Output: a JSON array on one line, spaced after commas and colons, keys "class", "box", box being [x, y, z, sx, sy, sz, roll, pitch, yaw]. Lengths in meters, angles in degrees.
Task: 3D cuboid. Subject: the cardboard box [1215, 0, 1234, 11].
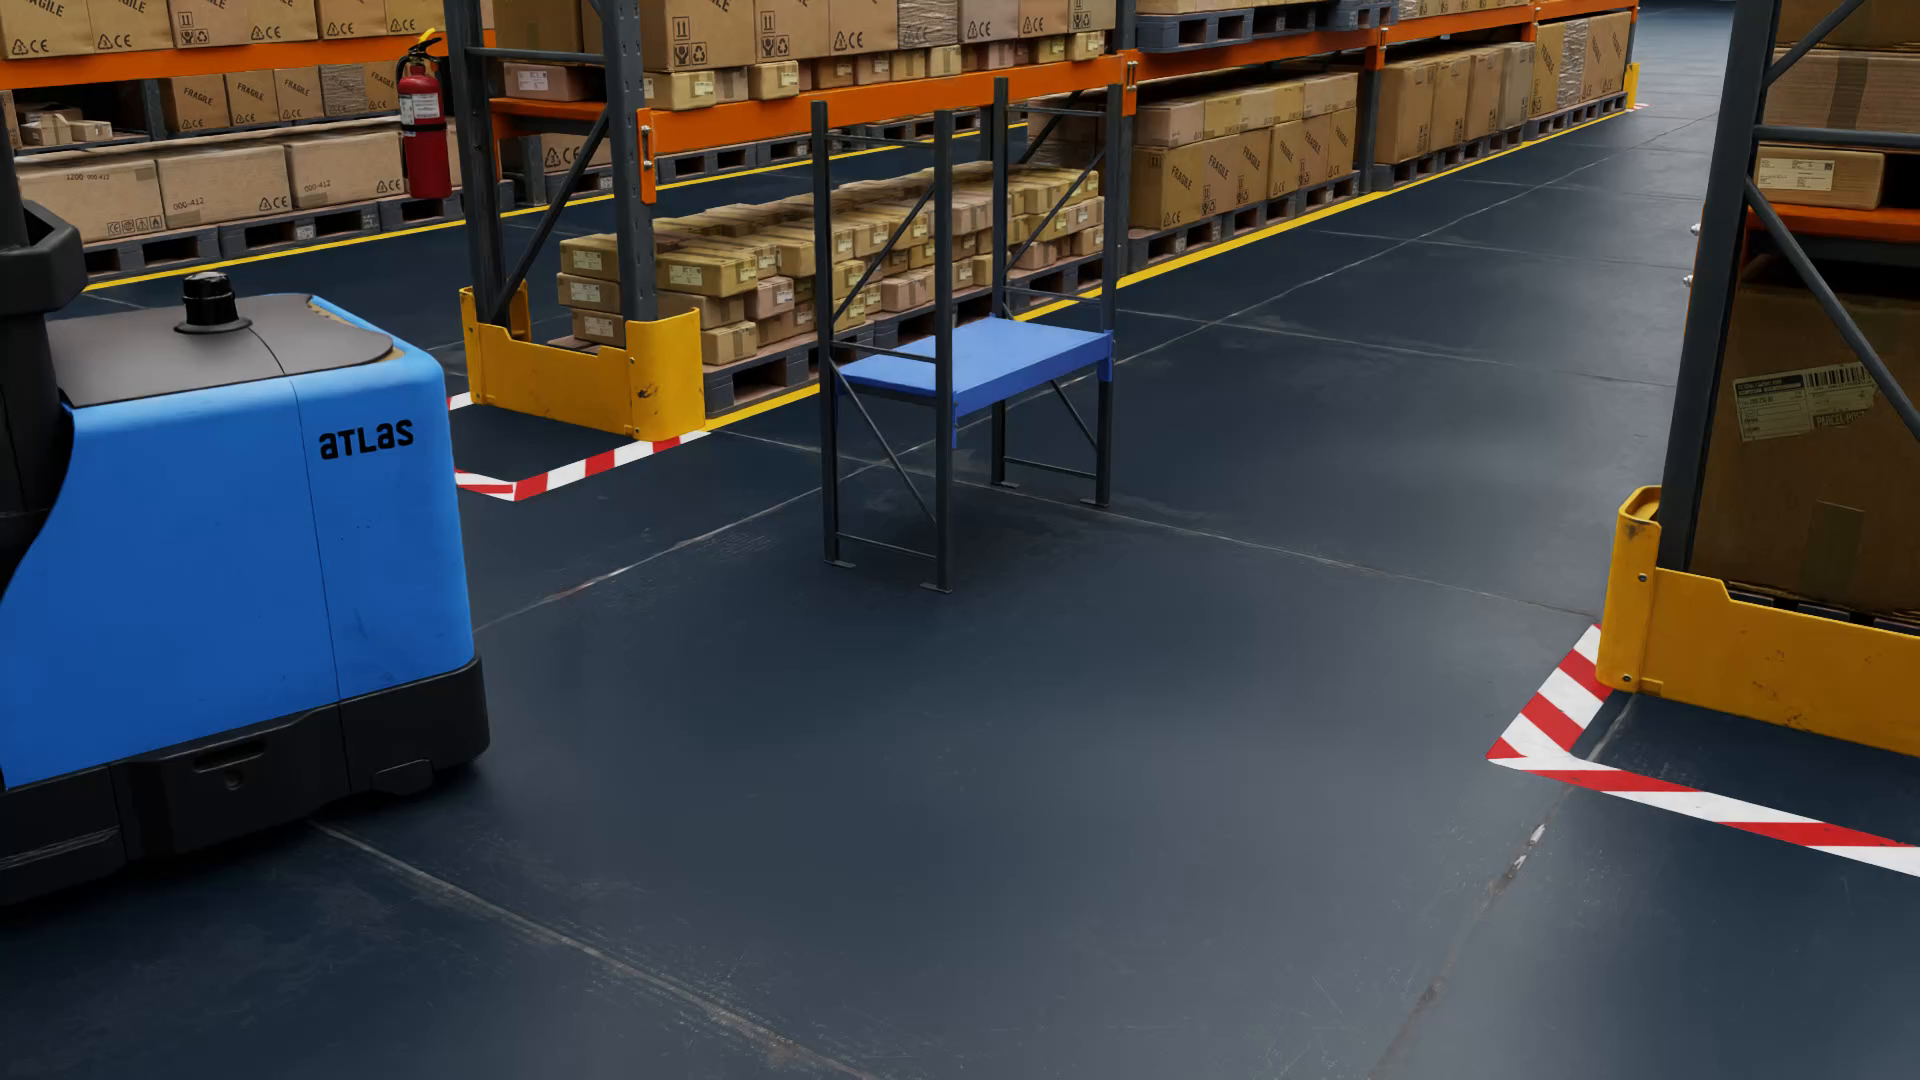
[{"class": "cardboard box", "box": [1.463, -3.345, 10.241, 0.380, 0.149, 0.250, 13, 24, 32]}]

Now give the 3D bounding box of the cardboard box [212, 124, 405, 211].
[{"class": "cardboard box", "box": [-4.528, -2.606, 11.575, 0.875, 0.438, 0.875, 12, 24, 30]}]

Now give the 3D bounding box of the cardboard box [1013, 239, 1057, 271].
[{"class": "cardboard box", "box": [0.318, -1.625, 9.338, 0.380, 0.149, 0.250, 12, 24, 30]}]

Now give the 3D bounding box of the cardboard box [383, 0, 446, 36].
[{"class": "cardboard box", "box": [-3.918, -3.742, 11.414, 0.500, 0.500, 0.500, 13, 24, 31]}]

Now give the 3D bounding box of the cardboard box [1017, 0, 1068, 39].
[{"class": "cardboard box", "box": [0.236, -2.934, 8.802, 0.500, 0.500, 0.500, 13, 24, 30]}]

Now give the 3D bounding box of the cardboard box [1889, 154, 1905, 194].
[{"class": "cardboard box", "box": [2.436, -1.070, 4.697, 0.380, 0.149, 0.250, 14, 24, 32]}]

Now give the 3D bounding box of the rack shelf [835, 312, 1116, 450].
[{"class": "rack shelf", "box": [0.048, -0.559, 5.633, 0.538, 0.185, 1.000, 13, 24, 32]}]

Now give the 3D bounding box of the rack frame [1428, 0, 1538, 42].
[{"class": "rack frame", "box": [5.064, -5.386, 16.002, 1.000, 3.000, 0.127, 13, 24, 32]}]

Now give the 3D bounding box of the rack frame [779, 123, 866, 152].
[{"class": "rack frame", "box": [-1.335, -5.175, 15.431, 1.000, 3.000, 0.127, 13, 24, 32]}]

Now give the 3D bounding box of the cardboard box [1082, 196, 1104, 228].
[{"class": "cardboard box", "box": [0.653, -1.938, 9.755, 0.380, 0.149, 0.250, 14, 24, 33]}]

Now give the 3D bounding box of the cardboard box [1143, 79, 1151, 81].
[{"class": "cardboard box", "box": [2.055, -5.655, 20.086, 0.500, 0.250, 0.500, 13, 24, 31]}]

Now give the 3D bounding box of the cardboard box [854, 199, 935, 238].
[{"class": "cardboard box", "box": [-0.321, -1.638, 8.517, 0.380, 0.149, 0.250, 13, 24, 32]}]

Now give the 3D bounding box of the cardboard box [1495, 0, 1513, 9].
[{"class": "cardboard box", "box": [4.708, -5.086, 15.047, 0.500, 0.500, 0.500, 13, 24, 31]}]

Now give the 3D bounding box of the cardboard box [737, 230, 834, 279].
[{"class": "cardboard box", "box": [-0.803, -1.316, 7.645, 0.380, 0.149, 0.250, 13, 24, 32]}]

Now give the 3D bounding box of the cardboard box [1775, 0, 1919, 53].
[{"class": "cardboard box", "box": [2.420, -1.559, 4.362, 0.500, 0.500, 0.500, 14, 24, 32]}]

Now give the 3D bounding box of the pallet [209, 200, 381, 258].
[{"class": "pallet", "box": [-4.761, -2.165, 11.313, 1.003, 0.211, 1.213, 13, 24, 32]}]

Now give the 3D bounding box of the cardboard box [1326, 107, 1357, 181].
[{"class": "cardboard box", "box": [2.662, -3.023, 12.612, 0.500, 0.500, 0.500, 13, 24, 32]}]

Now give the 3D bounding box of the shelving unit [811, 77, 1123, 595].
[{"class": "shelving unit", "box": [0.048, -0.728, 5.571, 0.538, 1.500, 1.048, 13, 24, 32]}]

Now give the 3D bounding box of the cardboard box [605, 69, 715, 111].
[{"class": "cardboard box", "box": [-1.228, -1.854, 6.816, 0.380, 0.149, 0.250, 13, 24, 31]}]

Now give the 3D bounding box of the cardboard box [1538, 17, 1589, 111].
[{"class": "cardboard box", "box": [5.979, -5.013, 17.450, 0.875, 0.875, 0.875, 13, 24, 32]}]

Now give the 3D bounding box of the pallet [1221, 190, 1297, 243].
[{"class": "pallet", "box": [1.689, -2.358, 11.836, 1.003, 0.211, 1.213, 13, 24, 32]}]

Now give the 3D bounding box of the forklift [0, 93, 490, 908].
[{"class": "forklift", "box": [-2.657, -0.608, 3.184, 3.031, 2.935, 1.130, -15, 25, -35]}]

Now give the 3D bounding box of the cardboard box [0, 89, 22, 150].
[{"class": "cardboard box", "box": [-8.421, -3.564, 14.073, 0.700, 0.500, 0.500, 12, 24, 30]}]

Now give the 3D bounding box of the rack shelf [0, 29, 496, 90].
[{"class": "rack shelf", "box": [-4.708, -3.116, 10.902, 1.077, 0.370, 4.000, 13, 24, 32]}]

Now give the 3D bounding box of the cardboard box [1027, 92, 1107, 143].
[{"class": "cardboard box", "box": [0.776, -2.730, 10.739, 0.500, 0.250, 0.500, 13, 24, 30]}]

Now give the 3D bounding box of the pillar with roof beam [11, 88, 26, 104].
[{"class": "pillar with roof beam", "box": [-5.267, -6.944, 11.567, 9.100, 9.000, 0.400, 13, 24, 32]}]

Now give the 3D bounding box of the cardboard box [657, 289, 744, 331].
[{"class": "cardboard box", "box": [-1.175, -1.043, 7.335, 0.380, 0.149, 0.250, 14, 25, 34]}]

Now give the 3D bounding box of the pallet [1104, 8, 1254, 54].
[{"class": "pallet", "box": [1.117, -3.192, 10.346, 1.003, 0.211, 1.213, 13, 24, 32]}]

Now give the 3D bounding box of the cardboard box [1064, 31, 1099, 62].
[{"class": "cardboard box", "box": [0.545, -2.750, 9.238, 0.380, 0.149, 0.250, 13, 24, 30]}]

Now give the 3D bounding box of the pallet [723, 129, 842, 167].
[{"class": "pallet", "box": [-1.841, -3.655, 15.343, 1.003, 0.211, 1.213, 13, 24, 32]}]

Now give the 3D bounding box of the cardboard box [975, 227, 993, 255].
[{"class": "cardboard box", "box": [0.026, -1.648, 8.971, 0.380, 0.149, 0.250, 14, 24, 33]}]

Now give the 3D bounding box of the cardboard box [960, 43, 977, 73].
[{"class": "cardboard box", "box": [-0.135, -2.470, 8.480, 0.380, 0.149, 0.250, 13, 24, 31]}]

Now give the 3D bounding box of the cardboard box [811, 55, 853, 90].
[{"class": "cardboard box", "box": [-0.719, -2.176, 7.687, 0.380, 0.149, 0.250, 13, 24, 31]}]

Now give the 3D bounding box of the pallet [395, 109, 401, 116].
[{"class": "pallet", "box": [-5.893, -4.627, 17.970, 1.003, 0.211, 1.213, 13, 24, 32]}]

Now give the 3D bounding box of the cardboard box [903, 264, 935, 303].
[{"class": "cardboard box", "box": [-0.264, -1.337, 8.561, 0.380, 0.149, 0.250, 13, 24, 32]}]

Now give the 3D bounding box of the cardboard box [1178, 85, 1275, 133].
[{"class": "cardboard box", "box": [1.788, -2.926, 11.269, 0.500, 0.250, 0.500, 14, 25, 34]}]

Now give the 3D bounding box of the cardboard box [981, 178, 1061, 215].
[{"class": "cardboard box", "box": [0.337, -1.923, 9.286, 0.380, 0.149, 0.250, 13, 24, 31]}]

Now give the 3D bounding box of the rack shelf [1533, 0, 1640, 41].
[{"class": "rack shelf", "box": [6.188, -5.623, 17.678, 1.077, 0.370, 4.000, 13, 24, 32]}]

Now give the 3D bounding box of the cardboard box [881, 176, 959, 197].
[{"class": "cardboard box", "box": [-0.231, -1.942, 9.339, 0.380, 0.149, 0.250, 13, 24, 30]}]

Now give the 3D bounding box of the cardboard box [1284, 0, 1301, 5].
[{"class": "cardboard box", "box": [2.043, -3.641, 11.040, 0.380, 0.149, 0.250, 12, 23, 29]}]

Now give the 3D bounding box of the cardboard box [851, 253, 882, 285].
[{"class": "cardboard box", "box": [-0.605, -1.345, 8.152, 0.380, 0.149, 0.250, 12, 23, 29]}]

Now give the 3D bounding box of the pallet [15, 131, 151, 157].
[{"class": "pallet", "box": [-8.078, -3.489, 14.894, 1.003, 0.211, 1.213, 13, 24, 32]}]

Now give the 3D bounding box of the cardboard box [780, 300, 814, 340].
[{"class": "cardboard box", "box": [-0.909, -1.054, 7.796, 0.380, 0.149, 0.250, 14, 24, 32]}]

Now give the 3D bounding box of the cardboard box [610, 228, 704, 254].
[{"class": "cardboard box", "box": [-1.405, -1.344, 7.722, 0.380, 0.149, 0.250, 14, 24, 33]}]

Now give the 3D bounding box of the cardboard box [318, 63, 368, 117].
[{"class": "cardboard box", "box": [-6.361, -4.558, 16.762, 0.500, 0.500, 0.500, 12, 24, 30]}]

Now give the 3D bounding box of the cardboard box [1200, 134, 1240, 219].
[{"class": "cardboard box", "box": [1.498, -2.428, 11.002, 0.500, 0.500, 0.500, 15, 25, 34]}]

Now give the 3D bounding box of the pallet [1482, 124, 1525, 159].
[{"class": "pallet", "box": [4.693, -3.842, 15.848, 1.003, 0.211, 1.213, 13, 24, 32]}]

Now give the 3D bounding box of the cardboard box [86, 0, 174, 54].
[{"class": "cardboard box", "box": [-5.064, -3.159, 9.836, 0.500, 0.500, 0.500, 13, 24, 31]}]

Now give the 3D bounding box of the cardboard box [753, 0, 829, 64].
[{"class": "cardboard box", "box": [-0.921, -2.363, 7.256, 0.500, 0.500, 0.500, 13, 24, 32]}]

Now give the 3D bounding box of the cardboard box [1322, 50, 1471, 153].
[{"class": "cardboard box", "box": [3.721, -3.789, 14.322, 1.050, 0.750, 0.750, 14, 24, 33]}]

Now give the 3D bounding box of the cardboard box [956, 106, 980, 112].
[{"class": "cardboard box", "box": [-0.170, -4.729, 17.409, 0.950, 0.372, 0.625, 14, 25, 34]}]

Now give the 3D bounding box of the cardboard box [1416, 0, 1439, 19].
[{"class": "cardboard box", "box": [3.575, -4.508, 13.484, 0.500, 0.500, 0.500, 13, 24, 31]}]

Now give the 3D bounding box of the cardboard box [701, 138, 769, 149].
[{"class": "cardboard box", "box": [-2.297, -3.938, 14.545, 0.875, 0.875, 0.875, 14, 24, 32]}]

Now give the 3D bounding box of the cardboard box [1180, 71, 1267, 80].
[{"class": "cardboard box", "box": [1.943, -3.319, 12.330, 0.500, 0.250, 0.500, 13, 24, 31]}]

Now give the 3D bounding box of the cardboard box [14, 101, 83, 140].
[{"class": "cardboard box", "box": [-8.258, -3.786, 14.948, 0.500, 0.311, 0.500, 14, 25, 34]}]

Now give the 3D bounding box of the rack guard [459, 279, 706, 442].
[{"class": "rack guard", "box": [-1.639, -0.792, 7.187, 1.175, 0.500, 0.348, 13, 24, 32]}]

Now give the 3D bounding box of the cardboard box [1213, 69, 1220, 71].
[{"class": "cardboard box", "box": [2.641, -5.193, 19.081, 0.500, 0.500, 0.500, -6, 21, -15]}]

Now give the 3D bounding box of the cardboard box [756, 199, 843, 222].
[{"class": "cardboard box", "box": [-0.822, -1.647, 8.541, 0.380, 0.149, 0.250, 12, 24, 30]}]
